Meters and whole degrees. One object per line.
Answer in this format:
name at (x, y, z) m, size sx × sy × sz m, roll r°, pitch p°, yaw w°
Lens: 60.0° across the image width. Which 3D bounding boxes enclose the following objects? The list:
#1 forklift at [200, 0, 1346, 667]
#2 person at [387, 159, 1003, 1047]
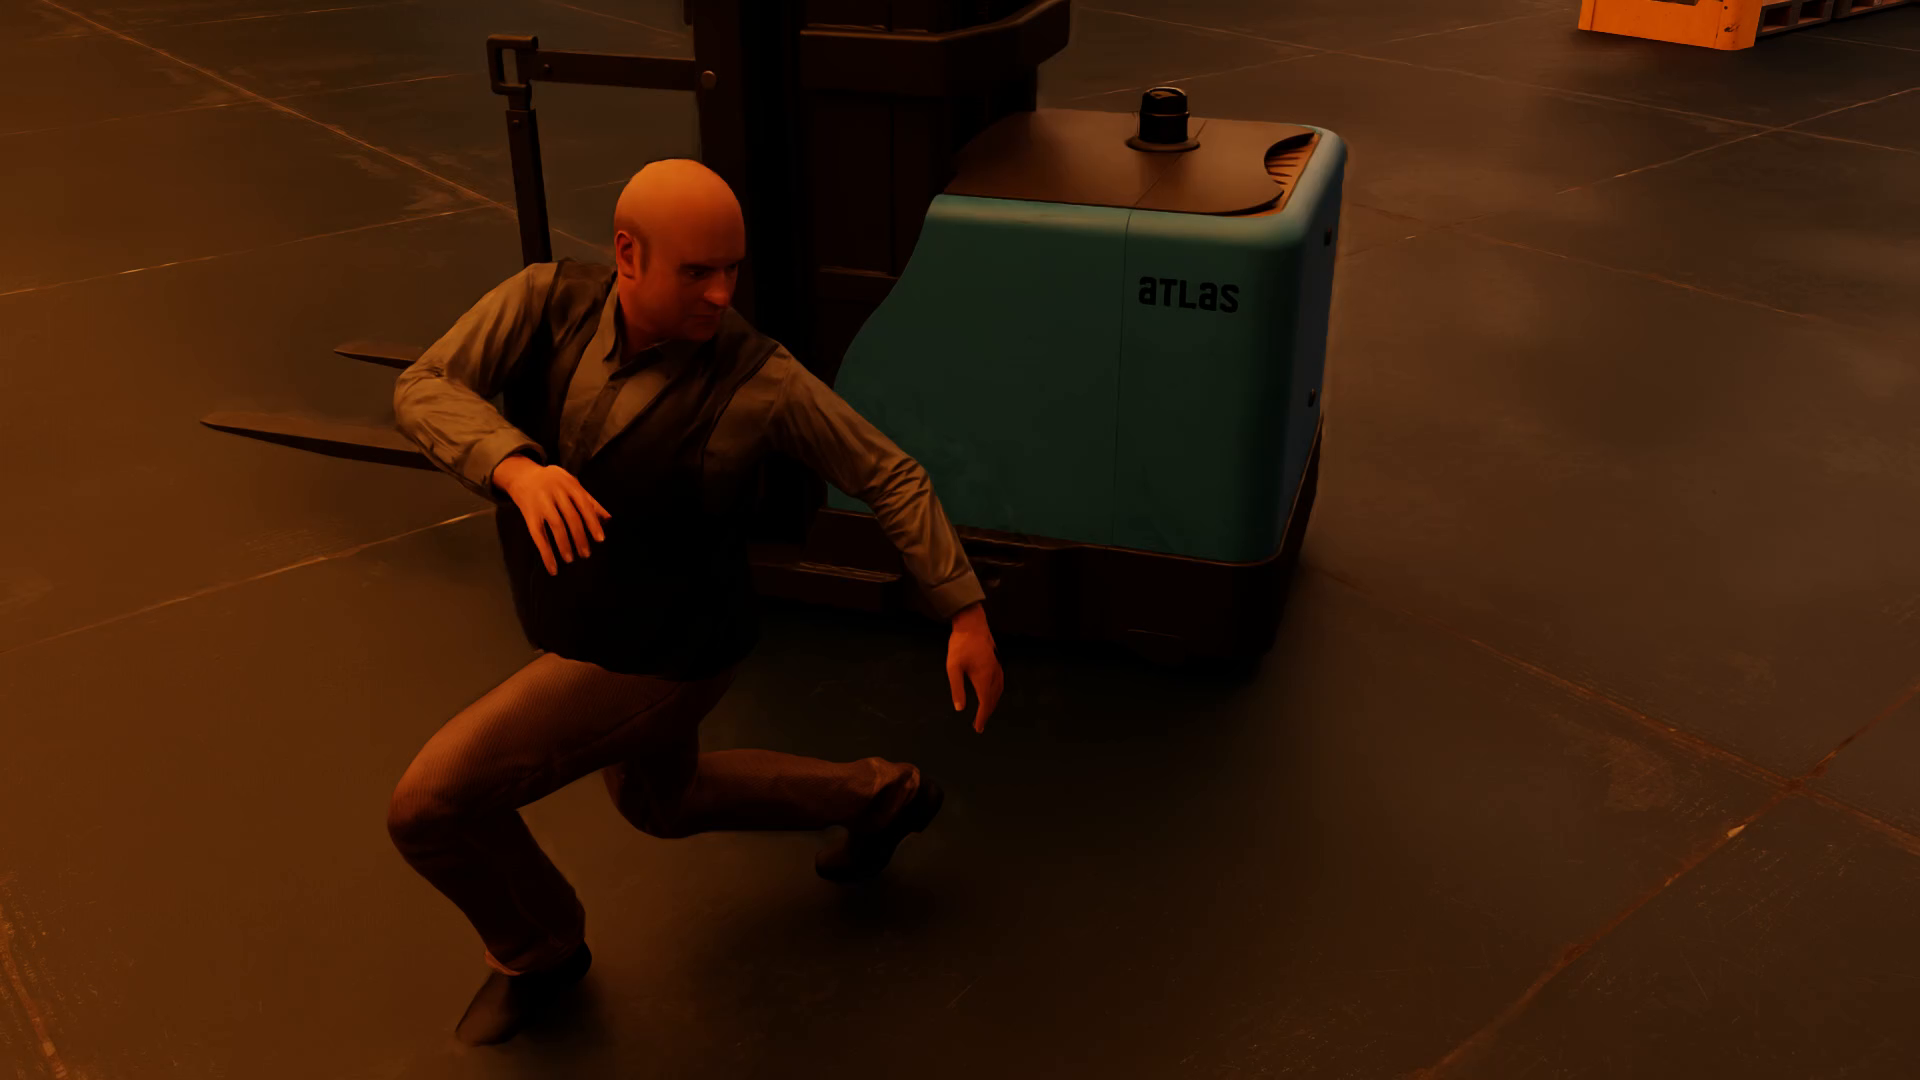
forklift at (-0.596, -1.388, 4.001) m, size 3.031 × 2.935 × 1.130 m, roll 8°, pitch 27°, yaw 16°
person at (-0.427, 0.147, 2.639) m, size 0.956 × 1.494 × 0.730 m, roll -18°, pitch 32°, yaw -32°
